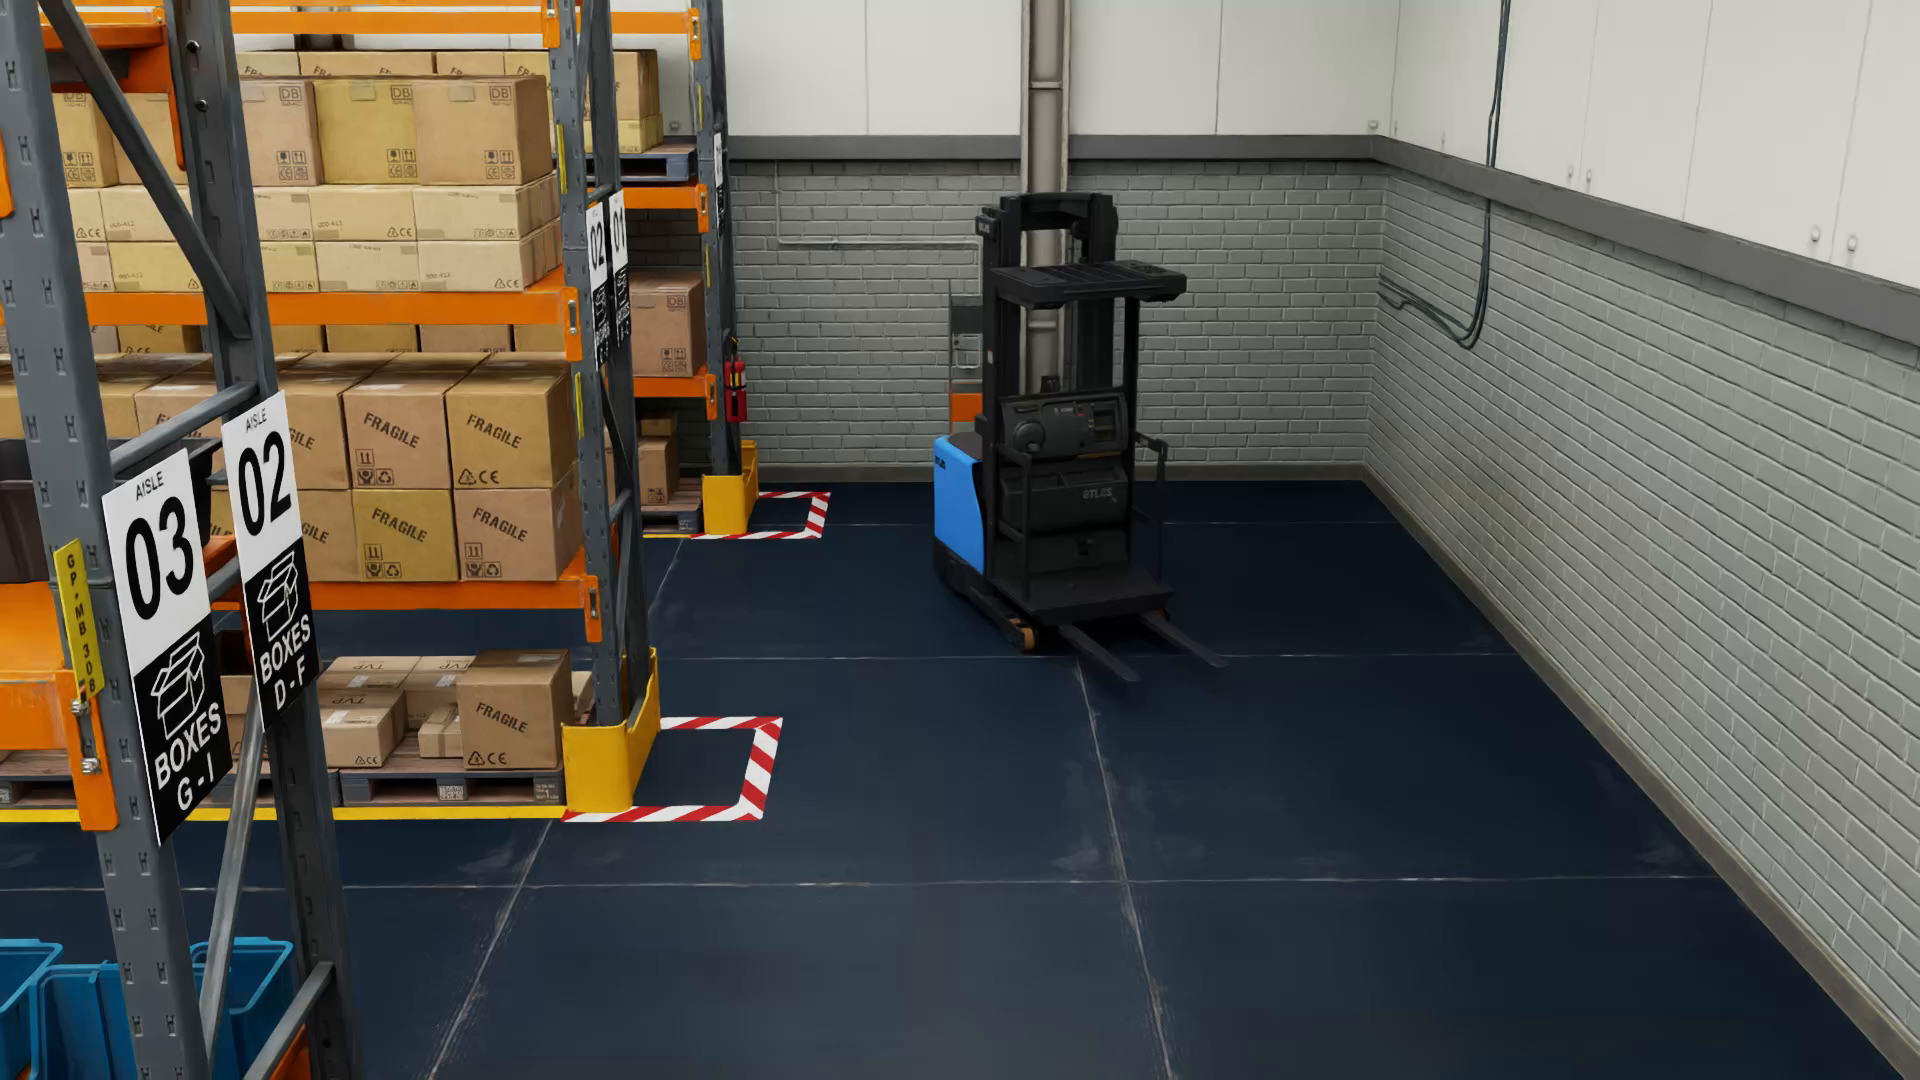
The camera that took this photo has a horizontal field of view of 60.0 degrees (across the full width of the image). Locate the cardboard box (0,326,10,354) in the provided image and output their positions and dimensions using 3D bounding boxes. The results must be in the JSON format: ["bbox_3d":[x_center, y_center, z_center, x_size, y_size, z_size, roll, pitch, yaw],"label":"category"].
[{"bbox_3d":[-7.440,-1.744,13.391,0.500,0.500,0.500,0,18,-1],"label":"cardboard box"}]

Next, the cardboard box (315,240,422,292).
[{"bbox_3d":[-2.898,-1.411,8.371,0.500,0.250,0.500,0,18,-1],"label":"cardboard box"}]

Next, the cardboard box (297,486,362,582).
[{"bbox_3d":[-3.350,-0.094,8.767,0.500,0.500,0.500,0,18,0],"label":"cardboard box"}]

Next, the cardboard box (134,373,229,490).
[{"bbox_3d":[-3.866,-0.565,8.597,0.500,0.500,0.500,0,18,1],"label":"cardboard box"}]

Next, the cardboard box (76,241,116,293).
[{"bbox_3d":[-4.398,-1.404,8.348,0.500,0.250,0.500,0,18,-1],"label":"cardboard box"}]

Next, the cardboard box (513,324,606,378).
[{"bbox_3d":[-3.208,-1.780,13.694,0.700,0.700,0.980,0,18,-1],"label":"cardboard box"}]

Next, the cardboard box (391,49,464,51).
[{"bbox_3d":[-4.236,-3.678,13.359,0.500,0.500,0.500,-1,18,-3],"label":"cardboard box"}]

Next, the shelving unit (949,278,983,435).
[{"bbox_3d":[0.165,-1.001,13.229,0.503,2.100,0.431,0,18,-1],"label":"shelving unit"}]

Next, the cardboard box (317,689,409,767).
[{"bbox_3d":[-3.379,1.037,9.186,0.500,0.250,0.500,0,18,-1],"label":"cardboard box"}]

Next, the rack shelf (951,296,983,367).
[{"bbox_3d":[0.165,-1.654,13.020,0.480,0.518,0.431,0,18,-1],"label":"rack shelf"}]

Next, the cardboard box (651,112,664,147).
[{"bbox_3d":[-2.704,-3.325,13.486,0.500,0.250,0.500,1,18,2],"label":"cardboard box"}]

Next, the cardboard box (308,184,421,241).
[{"bbox_3d":[-2.898,-1.648,8.292,0.500,0.250,0.500,0,18,-1],"label":"cardboard box"}]

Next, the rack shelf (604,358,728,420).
[{"bbox_3d":[-3.970,-1.297,13.858,4.000,0.370,1.077,0,18,-1],"label":"rack shelf"}]

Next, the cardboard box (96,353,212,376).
[{"bbox_3d":[-4.371,-0.728,9.106,0.500,0.500,0.500,0,18,0],"label":"cardboard box"}]

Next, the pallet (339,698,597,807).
[{"bbox_3d":[-2.762,1.196,9.474,1.213,0.211,1.003,0,18,-1],"label":"pallet"}]

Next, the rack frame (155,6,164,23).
[{"bbox_3d":[-5.970,-4.487,12.802,0.127,3.000,1.000,0,18,-1],"label":"rack frame"}]

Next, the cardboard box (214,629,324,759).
[{"bbox_3d":[-4.010,0.851,9.349,0.637,0.503,0.797,0,18,-1],"label":"cardboard box"}]

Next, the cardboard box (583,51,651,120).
[{"bbox_3d":[-2.698,-3.524,12.878,0.500,0.500,0.500,0,18,-1],"label":"cardboard box"}]

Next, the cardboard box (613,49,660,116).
[{"bbox_3d":[-2.704,-3.681,13.368,0.500,0.500,0.500,-1,18,-3],"label":"cardboard box"}]

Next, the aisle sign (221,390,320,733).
[{"bbox_3d":[-1.747,0.048,4.233,0.004,0.787,0.394,0,18,-1],"label":"aisle sign"}]

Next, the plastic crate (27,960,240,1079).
[{"bbox_3d":[-2.146,1.390,4.149,0.499,0.435,0.616,0,18,-1],"label":"plastic crate"}]

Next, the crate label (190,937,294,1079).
[{"bbox_3d":[-2.066,1.328,4.672,0.303,0.233,0.416,0,18,-1],"label":"crate label"}]

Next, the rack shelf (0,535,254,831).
[{"bbox_3d":[-3.814,0.300,3.968,4.000,0.370,1.077,0,18,-1],"label":"rack shelf"}]

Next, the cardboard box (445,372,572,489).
[{"bbox_3d":[-2.329,-0.574,8.626,0.500,0.500,0.500,0,18,-1],"label":"cardboard box"}]

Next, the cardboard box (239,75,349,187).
[{"bbox_3d":[-3.402,-2.069,8.376,0.500,0.500,0.700,0,18,-1],"label":"cardboard box"}]

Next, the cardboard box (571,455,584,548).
[{"bbox_3d":[-2.336,-0.262,9.291,0.500,0.500,0.500,0,18,0],"label":"cardboard box"}]

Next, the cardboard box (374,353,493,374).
[{"bbox_3d":[-2.859,-0.734,9.123,0.500,0.500,0.500,0,18,0],"label":"cardboard box"}]

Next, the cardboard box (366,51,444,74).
[{"bbox_3d":[-4.245,-3.518,12.859,0.500,0.500,0.500,0,18,-1],"label":"cardboard box"}]

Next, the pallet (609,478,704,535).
[{"bbox_3d":[-2.769,-0.294,14.118,1.213,0.211,1.003,0,18,-1],"label":"pallet"}]

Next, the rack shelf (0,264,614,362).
[{"bbox_3d":[-3.888,-1.212,8.684,4.000,0.370,1.077,0,18,-1],"label":"rack shelf"}]

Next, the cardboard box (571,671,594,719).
[{"bbox_3d":[-2.313,0.909,9.751,0.250,0.149,0.380,0,18,-1],"label":"cardboard box"}]

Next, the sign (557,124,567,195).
[{"bbox_3d":[-1.900,-1.817,7.940,0.005,0.325,0.100,0,18,-1],"label":"sign"}]

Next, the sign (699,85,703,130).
[{"bbox_3d":[-1.976,-3.296,12.680,0.005,0.325,0.100,0,18,-1],"label":"sign"}]

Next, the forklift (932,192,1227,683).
[{"bbox_3d":[0.800,-0.787,11.202,1.130,2.935,3.031,-7,19,-20],"label":"forklift"}]

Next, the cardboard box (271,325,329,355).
[{"bbox_3d":[-5.427,-1.770,13.665,0.700,0.700,0.980,0,18,0],"label":"cardboard box"}]

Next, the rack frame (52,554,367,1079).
[{"bbox_3d":[-1.814,1.376,4.346,0.127,3.000,1.000,0,18,-1],"label":"rack frame"}]

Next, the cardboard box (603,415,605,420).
[{"bbox_3d":[-3.054,-0.993,14.075,0.250,0.149,0.380,0,18,-1],"label":"cardboard box"}]

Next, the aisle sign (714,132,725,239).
[{"bbox_3d":[-1.894,-2.796,13.097,0.004,0.787,0.394,0,18,-1],"label":"aisle sign"}]

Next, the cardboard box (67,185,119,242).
[{"bbox_3d":[-4.398,-1.640,8.267,0.500,0.250,0.500,0,18,-1],"label":"cardboard box"}]

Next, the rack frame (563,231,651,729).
[{"bbox_3d":[-1.889,-0.136,9.062,0.127,3.000,1.000,0,18,-1],"label":"rack frame"}]

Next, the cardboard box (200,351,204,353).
[{"bbox_3d":[-6.304,-1.432,13.479,0.250,0.149,0.380,0,18,0],"label":"cardboard box"}]

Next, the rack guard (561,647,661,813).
[{"bbox_3d":[-1.965,1.054,9.443,0.348,0.500,1.175,0,18,-1],"label":"rack guard"}]
